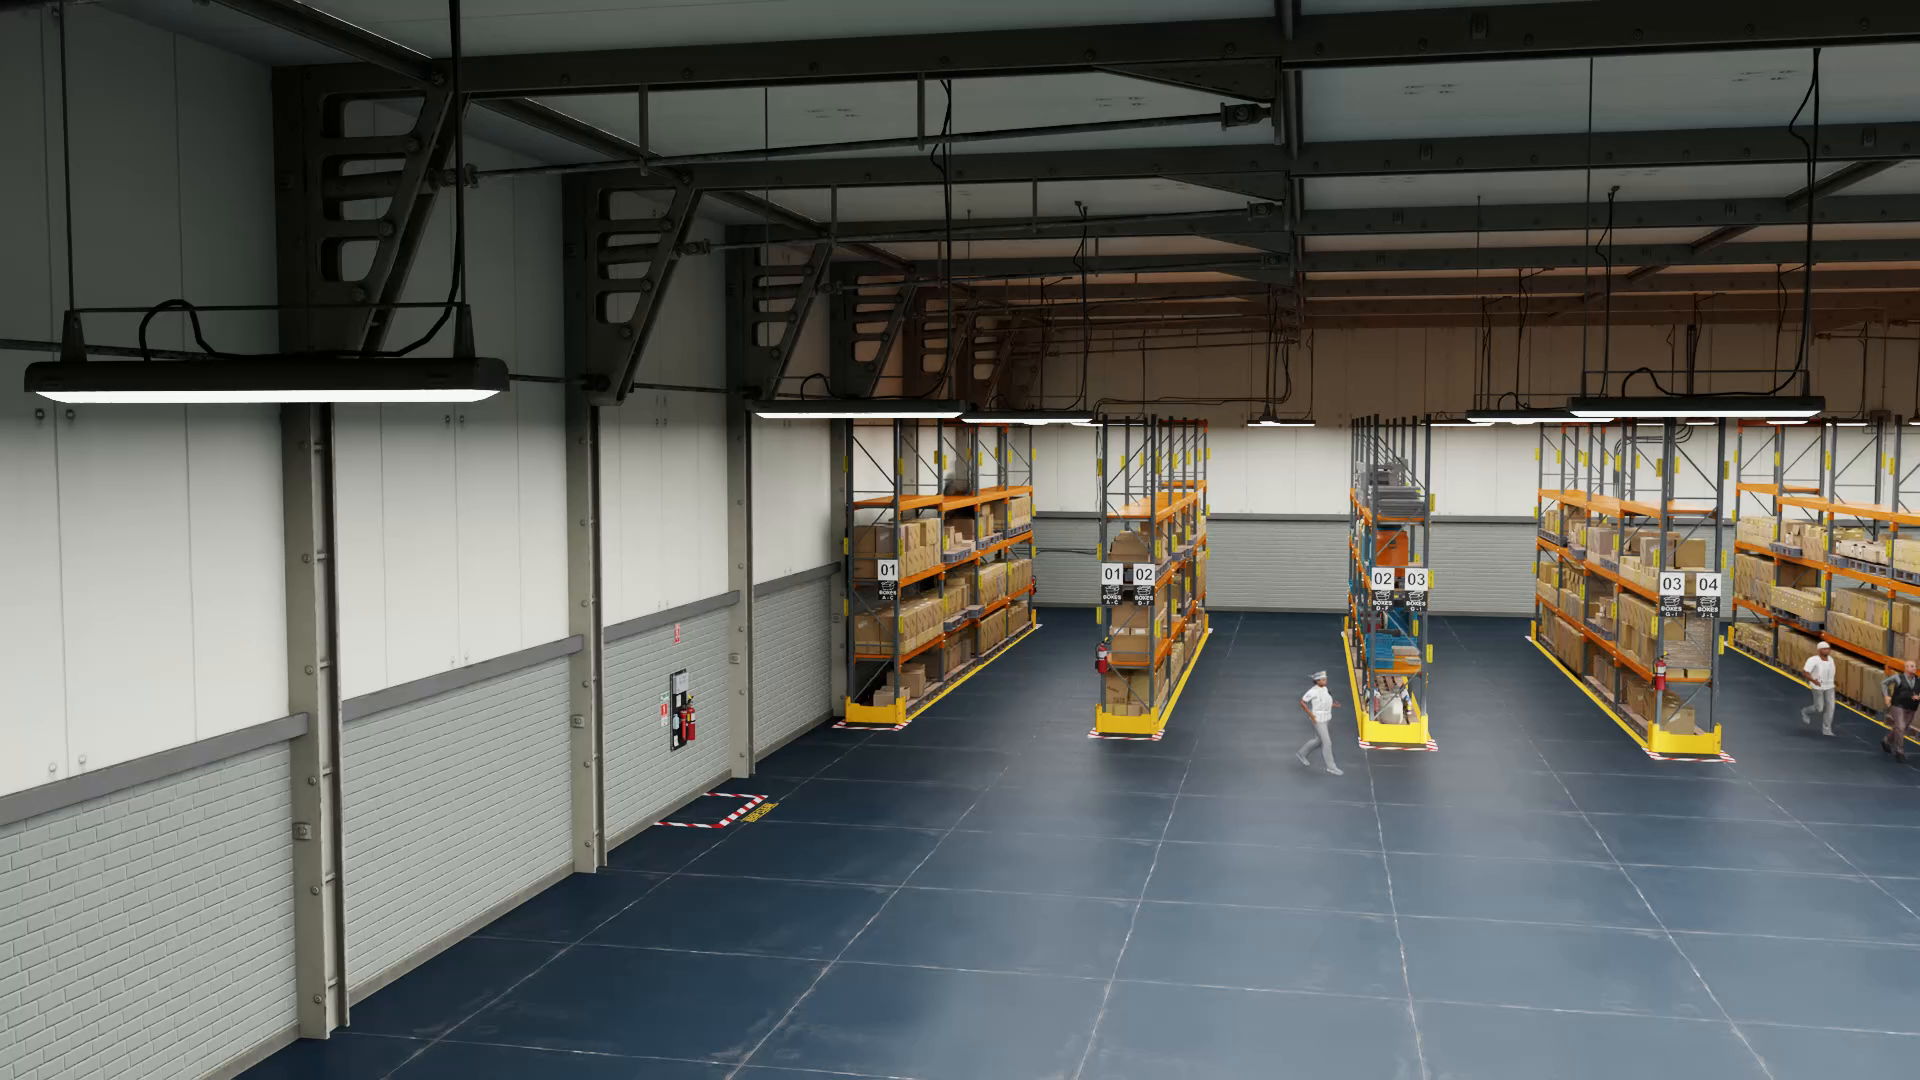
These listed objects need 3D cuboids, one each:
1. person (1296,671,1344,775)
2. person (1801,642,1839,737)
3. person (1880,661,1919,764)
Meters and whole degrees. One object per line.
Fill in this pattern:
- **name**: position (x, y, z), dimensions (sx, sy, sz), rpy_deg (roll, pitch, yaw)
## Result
- **person**: position (6.002, 3.010, 27.695), dimensions (0.919, 1.686, 0.576), rpy_deg (3, 5, 39)
- **person**: position (16.179, 2.779, 31.237), dimensions (0.697, 1.750, 0.868), rpy_deg (0, 4, -7)
- **person**: position (16.395, 2.947, 28.845), dimensions (0.682, 1.717, 0.938), rpy_deg (0, 4, -1)
